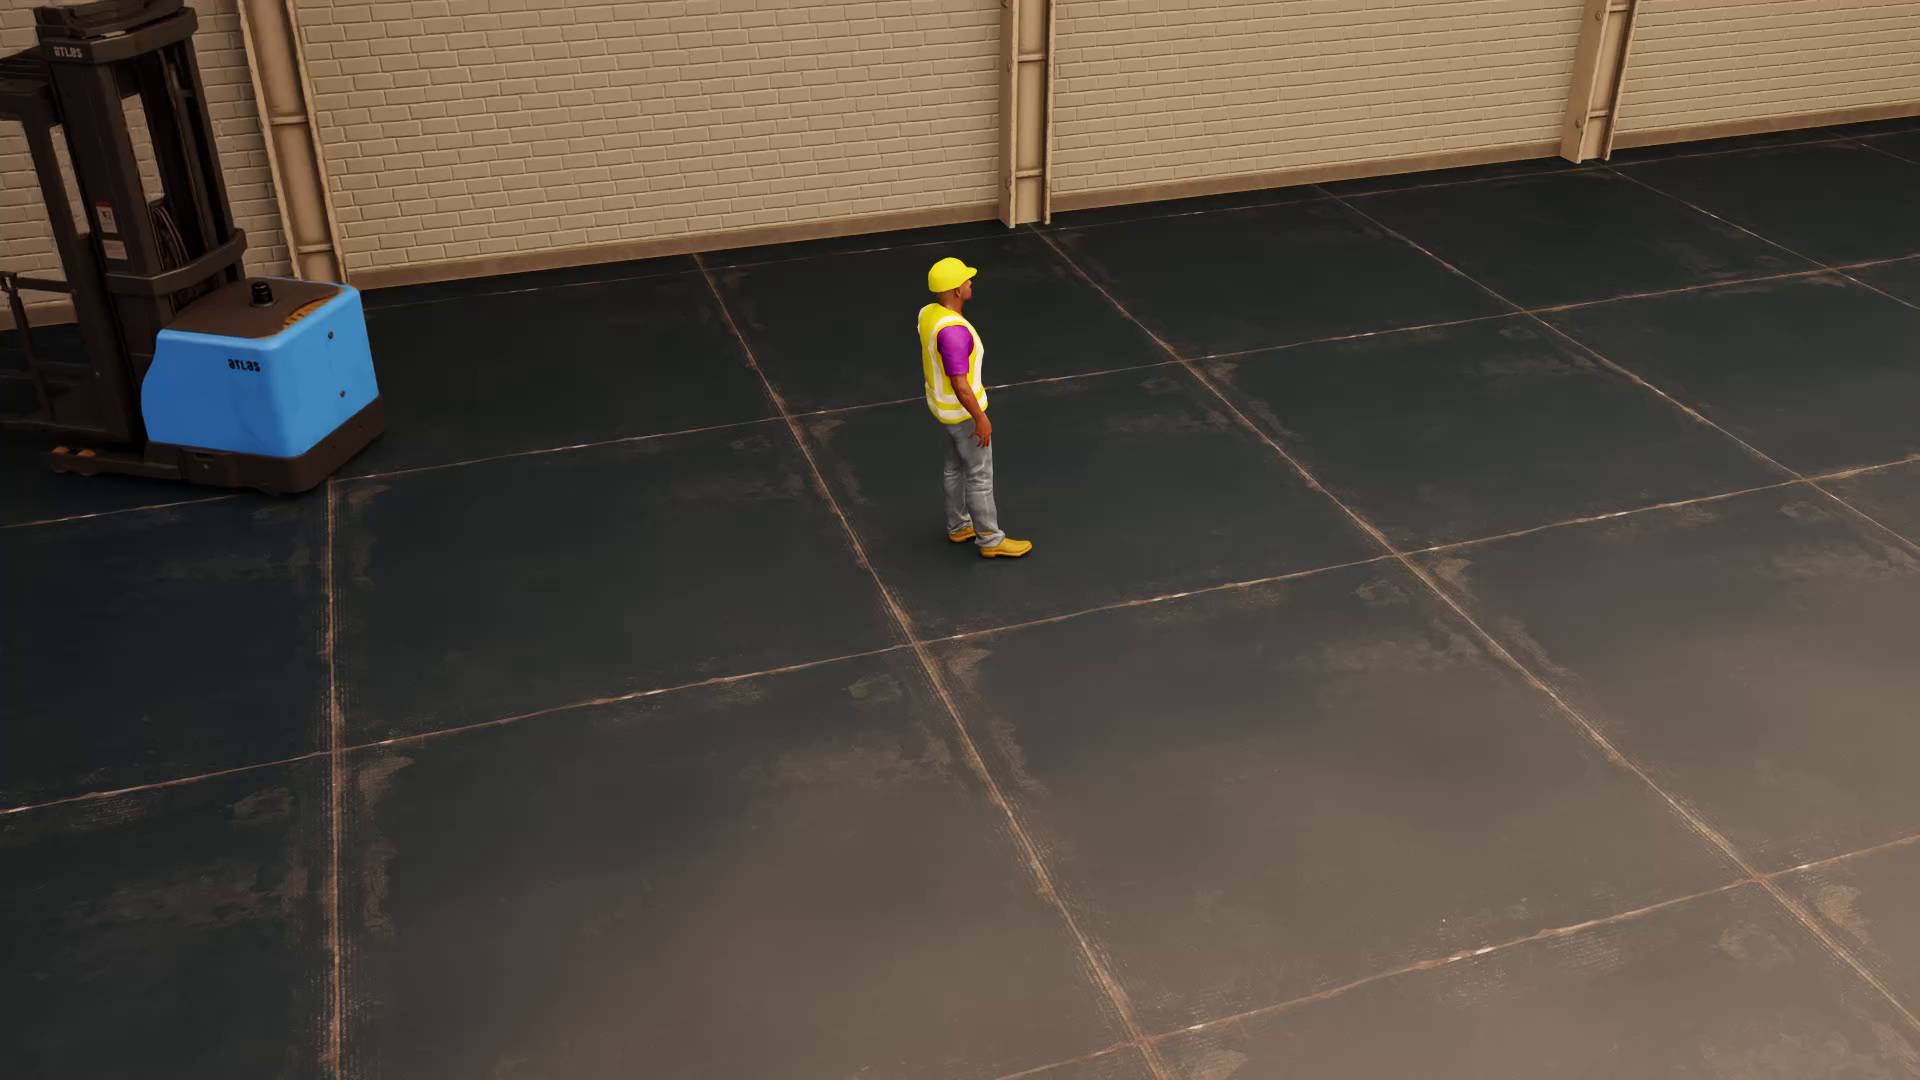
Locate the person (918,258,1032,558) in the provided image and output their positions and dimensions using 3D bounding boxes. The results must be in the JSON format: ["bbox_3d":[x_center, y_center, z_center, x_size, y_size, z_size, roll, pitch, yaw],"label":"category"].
[{"bbox_3d":[0.068,-0.780,9.597,0.575,1.768,0.665,-10,31,-16],"label":"person"}]

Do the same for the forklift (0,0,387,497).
[{"bbox_3d":[-5.430,-1.928,10.438,3.031,2.935,1.130,7,31,12],"label":"forklift"}]
